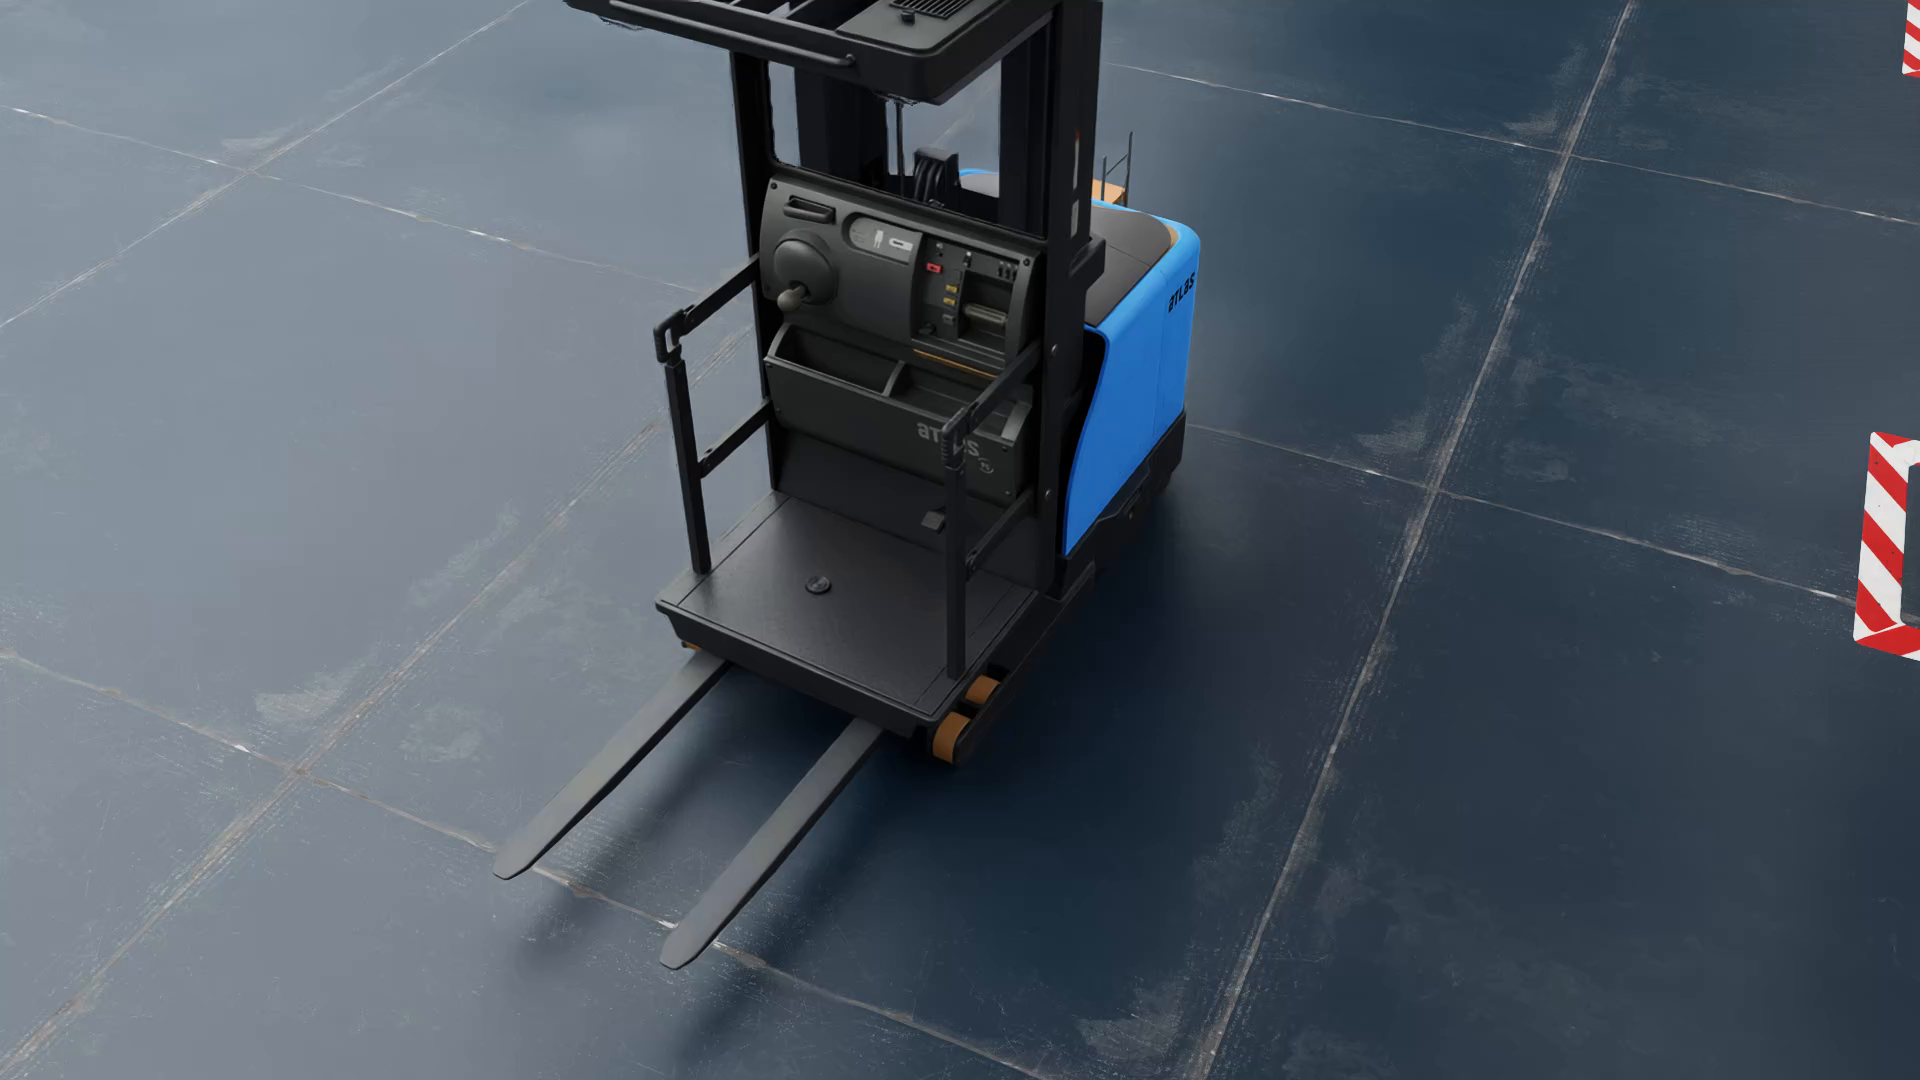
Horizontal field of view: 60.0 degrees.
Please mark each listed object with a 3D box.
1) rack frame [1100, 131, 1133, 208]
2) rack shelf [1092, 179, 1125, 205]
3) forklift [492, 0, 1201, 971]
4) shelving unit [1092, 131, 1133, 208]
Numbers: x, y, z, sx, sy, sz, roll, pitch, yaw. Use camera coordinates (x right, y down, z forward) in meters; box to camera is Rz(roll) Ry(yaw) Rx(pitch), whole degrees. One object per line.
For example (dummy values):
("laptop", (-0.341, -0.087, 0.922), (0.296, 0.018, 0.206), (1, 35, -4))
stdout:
("rack frame", (0.580, -0.996, 6.483), (0.006, 1.200, 0.240), (21, 45, 22))
("rack shelf", (0.501, -1.265, 6.311), (0.180, 0.103, 0.258), (21, 45, 22))
("forklift", (-0.307, -0.728, 4.852), (1.130, 2.935, 3.031), (21, 45, 22))
("shelving unit", (0.501, -1.026, 6.518), (0.189, 1.200, 0.258), (21, 45, 22))
